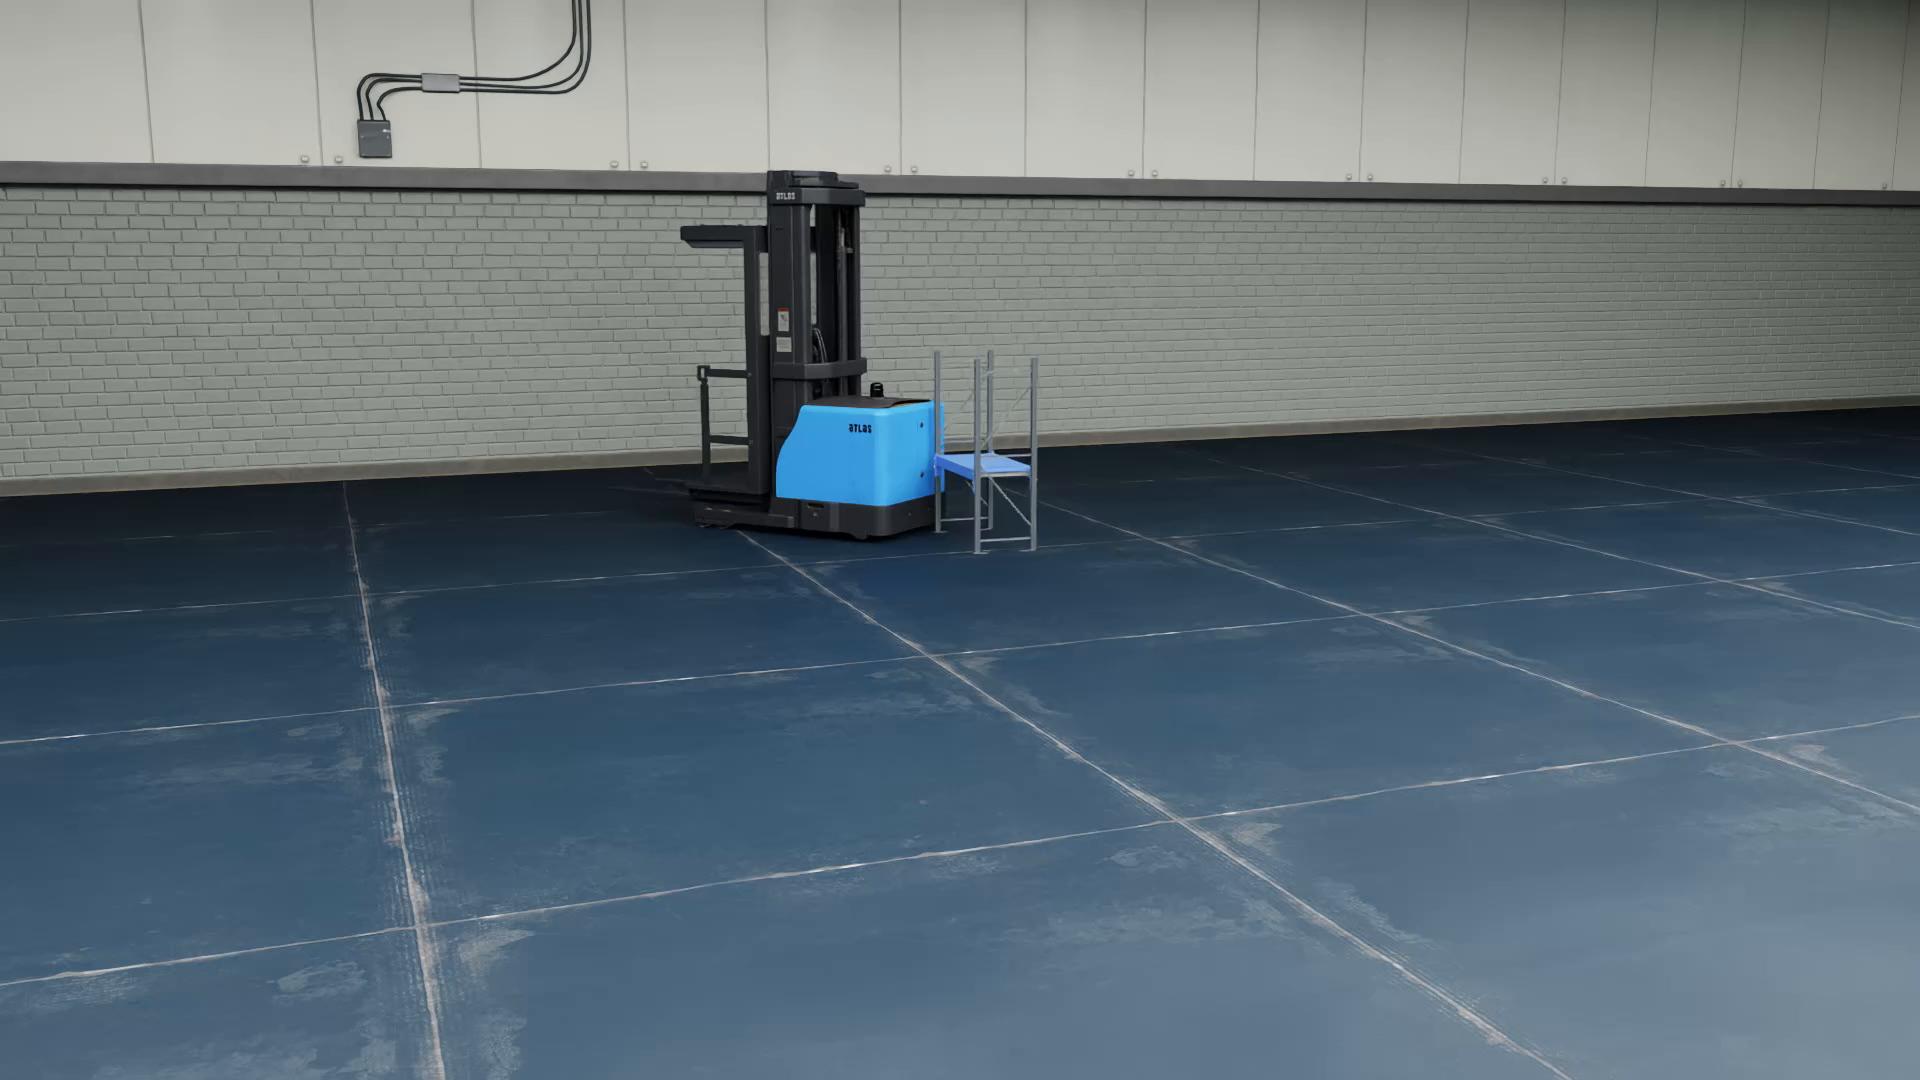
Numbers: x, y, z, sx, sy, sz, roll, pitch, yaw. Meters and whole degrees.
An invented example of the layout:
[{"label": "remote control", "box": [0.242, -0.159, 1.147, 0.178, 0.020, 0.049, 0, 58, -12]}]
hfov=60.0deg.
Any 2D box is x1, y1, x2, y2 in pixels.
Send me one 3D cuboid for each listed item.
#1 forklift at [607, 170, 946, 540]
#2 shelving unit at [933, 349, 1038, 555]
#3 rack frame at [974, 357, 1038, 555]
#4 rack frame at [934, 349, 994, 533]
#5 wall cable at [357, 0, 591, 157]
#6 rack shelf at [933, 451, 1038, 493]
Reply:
[{"label": "forklift", "box": [-1.653, -1.606, 14.080, 3.031, 2.935, 1.130, 6, 12, 29]}, {"label": "shelving unit", "box": [0.191, -0.724, 13.210, 0.538, 1.500, 1.048, -3, 11, -18]}, {"label": "rack frame", "box": [0.349, -0.640, 12.735, 0.500, 1.500, 0.032, -3, 11, -18]}, {"label": "rack frame", "box": [0.033, -0.809, 13.686, 0.500, 1.500, 0.032, -3, 11, -18]}, {"label": "wall cable", "box": [-4.821, -6.795, 16.212, 2.305, 6.003, 0.169, -4, 11, -21]}, {"label": "rack shelf", "box": [0.191, -0.547, 13.242, 0.538, 0.185, 1.000, -3, 11, -18]}]
